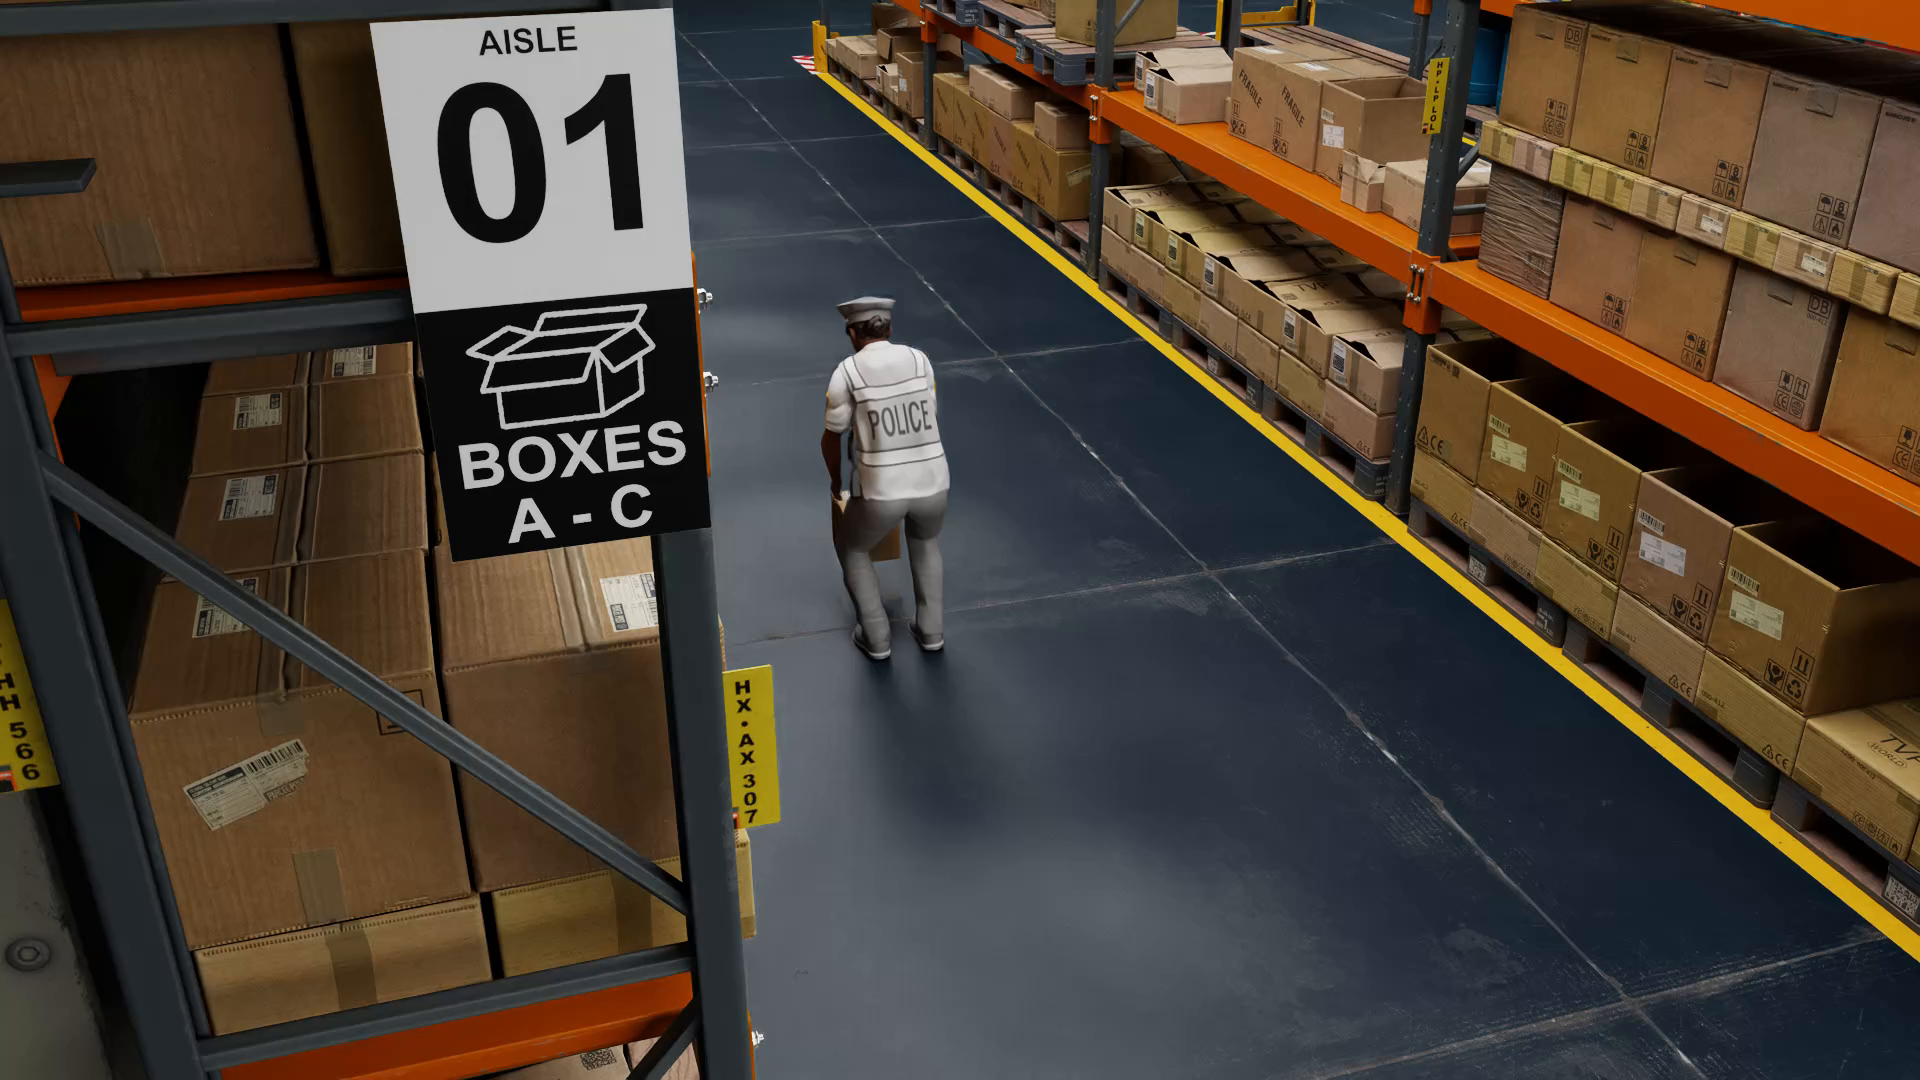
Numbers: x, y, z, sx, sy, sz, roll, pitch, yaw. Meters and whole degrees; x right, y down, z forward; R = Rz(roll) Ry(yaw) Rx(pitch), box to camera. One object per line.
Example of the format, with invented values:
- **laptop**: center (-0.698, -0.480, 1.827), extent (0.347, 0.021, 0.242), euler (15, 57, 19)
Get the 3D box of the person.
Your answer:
- **person**: center (-0.312, -0.239, 6.806), extent (0.490, 1.487, 0.628), euler (-8, 28, -15)
